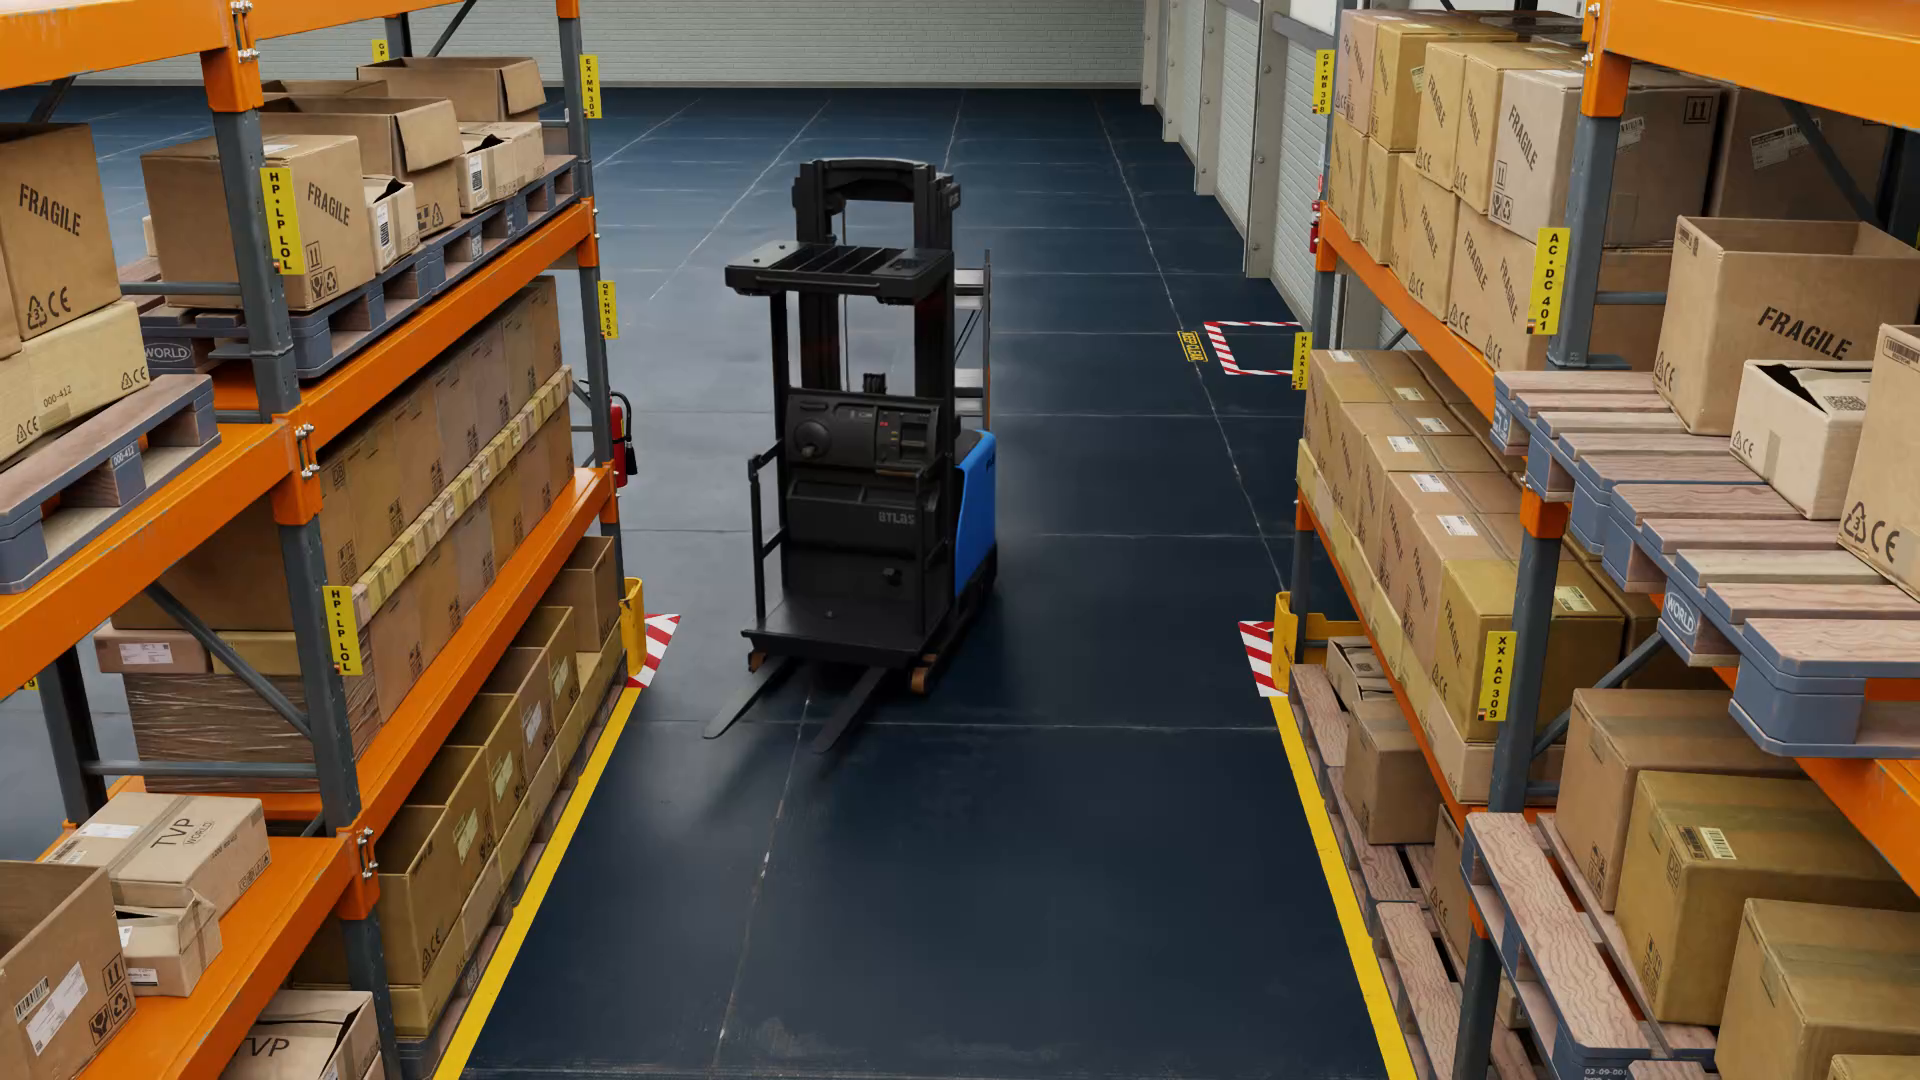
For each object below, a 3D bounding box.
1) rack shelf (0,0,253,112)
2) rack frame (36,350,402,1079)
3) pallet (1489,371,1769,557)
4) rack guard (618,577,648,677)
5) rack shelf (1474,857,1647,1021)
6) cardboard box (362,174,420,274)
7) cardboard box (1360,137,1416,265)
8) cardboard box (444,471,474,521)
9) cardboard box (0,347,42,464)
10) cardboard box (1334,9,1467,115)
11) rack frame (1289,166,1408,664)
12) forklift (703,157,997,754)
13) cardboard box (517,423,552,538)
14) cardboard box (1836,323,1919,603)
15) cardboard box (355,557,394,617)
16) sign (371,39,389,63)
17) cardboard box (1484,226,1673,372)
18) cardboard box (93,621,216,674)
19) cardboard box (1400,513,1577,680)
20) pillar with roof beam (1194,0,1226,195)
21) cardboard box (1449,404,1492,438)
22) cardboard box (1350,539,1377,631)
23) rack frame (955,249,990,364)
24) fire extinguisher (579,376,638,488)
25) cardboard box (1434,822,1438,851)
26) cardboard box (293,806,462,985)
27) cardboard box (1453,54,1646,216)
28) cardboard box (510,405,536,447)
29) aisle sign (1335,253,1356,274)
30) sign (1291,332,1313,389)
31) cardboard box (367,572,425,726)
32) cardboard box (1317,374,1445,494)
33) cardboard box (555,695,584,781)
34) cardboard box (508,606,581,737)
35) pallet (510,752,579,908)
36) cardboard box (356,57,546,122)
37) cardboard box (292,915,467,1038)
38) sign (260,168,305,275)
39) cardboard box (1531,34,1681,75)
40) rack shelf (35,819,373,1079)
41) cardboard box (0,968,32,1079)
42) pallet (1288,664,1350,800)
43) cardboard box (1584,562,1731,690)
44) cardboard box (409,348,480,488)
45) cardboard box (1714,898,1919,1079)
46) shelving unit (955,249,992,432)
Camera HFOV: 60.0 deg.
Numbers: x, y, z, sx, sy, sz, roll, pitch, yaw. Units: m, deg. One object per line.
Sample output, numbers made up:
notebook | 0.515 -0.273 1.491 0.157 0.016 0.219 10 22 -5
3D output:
rack shelf | -2.685 -0.745 3.056 1.077 0.370 4.000 1 21 2
rack frame | -2.624 0.807 5.802 1.000 3.000 0.127 1 21 2
pallet | 2.202 -0.229 4.584 1.213 0.211 1.003 1 21 2
rack guard | -2.502 0.517 10.004 1.175 0.500 0.348 1 21 2
rack shelf | 2.266 1.919 3.932 1.077 0.370 4.000 1 21 2
cardboard box | -2.329 -1.185 6.140 0.500 0.311 0.500 -1 21 -1
cardboard box | 2.125 -1.541 7.540 0.500 0.500 0.500 2 21 4
cardboard box | -2.379 -0.197 7.355 0.380 0.149 0.250 0 21 1
cardboard box | -2.667 -0.296 4.125 0.500 0.250 0.500 -1 21 -4
cardboard box | 2.194 -2.370 8.295 0.500 0.500 0.500 -1 21 -2
rack frame | 2.449 -0.586 9.393 1.000 3.000 0.127 1 21 2
forklift | -0.632 -0.618 9.569 1.130 2.935 3.031 6 22 14
cardboard box | -2.541 -0.327 8.587 0.700 0.500 0.500 1 21 3
cardboard box | 2.193 -0.138 3.372 0.500 0.500 0.500 0 21 0
cardboard box | -2.409 0.179 6.386 0.380 0.149 0.250 0 21 0
sign | -3.057 -2.490 8.836 0.100 0.325 0.005 1 21 2
cardboard box | 2.095 -0.780 5.581 0.500 0.500 0.500 1 21 3
cardboard box | -2.830 0.357 5.926 0.380 0.149 0.250 1 21 2
cardboard box | 2.042 0.216 6.468 0.500 0.500 0.500 1 21 1
pillar with roof beam | -0.463 -9.676 24.526 9.100 9.000 0.400 1 21 2
cardboard box | 2.610 -0.333 7.885 0.500 0.500 0.500 0 21 0
cardboard box | 2.076 0.202 7.541 0.500 0.250 0.500 1 21 2
rack frame | 0.002 -1.007 11.722 0.400 2.100 0.015 1 21 2
fire extinguisher | -2.035 -0.641 9.641 0.296 0.674 0.183 1 21 2
cardboard box | 2.396 1.406 7.591 0.380 0.149 0.250 -1 21 -3
cardboard box | -2.297 1.379 6.511 0.500 0.500 0.500 1 21 2
cardboard box | 2.078 -1.444 5.908 0.500 0.500 0.500 2 21 5
cardboard box | -2.348 -0.570 8.316 0.380 0.149 0.250 1 21 2
aisle sign | 2.151 -1.827 8.998 0.394 0.787 0.004 1 21 2
sign | 1.906 -0.996 9.251 0.100 0.325 0.005 1 21 2
cardboard box | -2.608 0.409 6.690 0.700 0.500 0.500 0 21 1
cardboard box | 2.109 -0.527 8.384 0.500 0.500 0.500 1 21 2
cardboard box | -2.240 1.006 8.511 0.500 0.250 0.500 1 21 2
cardboard box | -2.237 0.656 8.375 0.500 0.500 0.500 1 21 2
pallet | -2.524 1.378 8.186 1.003 0.211 1.213 1 21 2
cardboard box | -2.524 -2.139 8.332 0.797 0.503 0.637 2 21 5
cardboard box | -2.307 1.729 6.647 0.500 0.250 0.500 1 21 2
sign | -2.082 -0.977 5.103 0.100 0.325 0.005 1 21 2
cardboard box | 2.631 -1.791 6.802 0.500 0.500 0.500 1 21 2
rack shelf | -2.685 1.866 4.069 1.077 0.370 4.000 1 21 2
cardboard box | -2.695 1.409 4.111 0.500 0.500 0.500 1 21 2
pallet | 2.386 1.035 9.070 1.003 0.211 1.213 1 21 2
cardboard box | 2.550 0.404 5.985 0.500 0.500 0.500 0 21 0
cardboard box | -2.572 -0.549 7.366 0.700 0.500 0.500 1 21 2
cardboard box | 2.265 1.233 3.959 0.700 0.500 0.500 4 21 9
shelving unit | -0.005 -0.919 11.495 0.431 2.100 0.503 1 21 2
